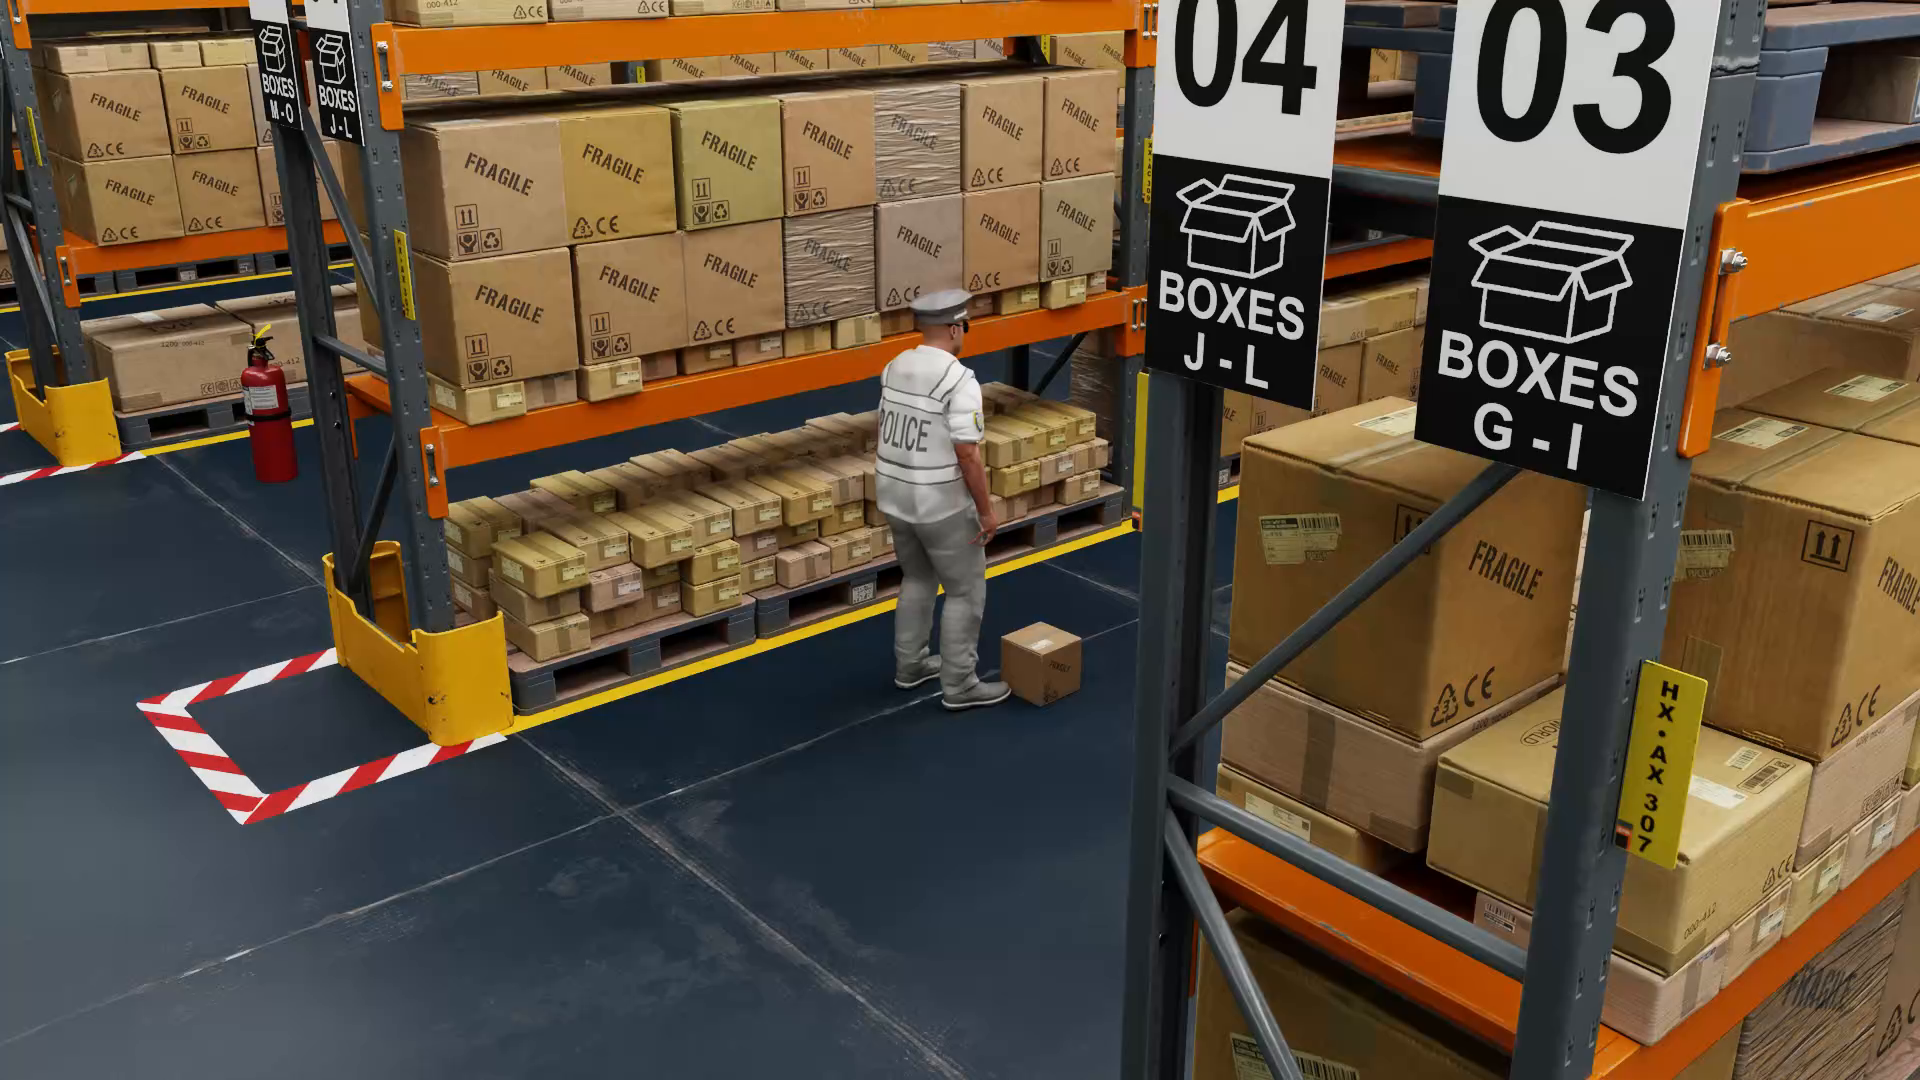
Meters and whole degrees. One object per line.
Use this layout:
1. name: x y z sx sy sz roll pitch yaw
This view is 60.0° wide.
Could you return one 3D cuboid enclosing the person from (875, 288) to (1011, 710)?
1. person: -0.113 -0.160 6.986 0.429 1.750 0.605 -19 28 -41
